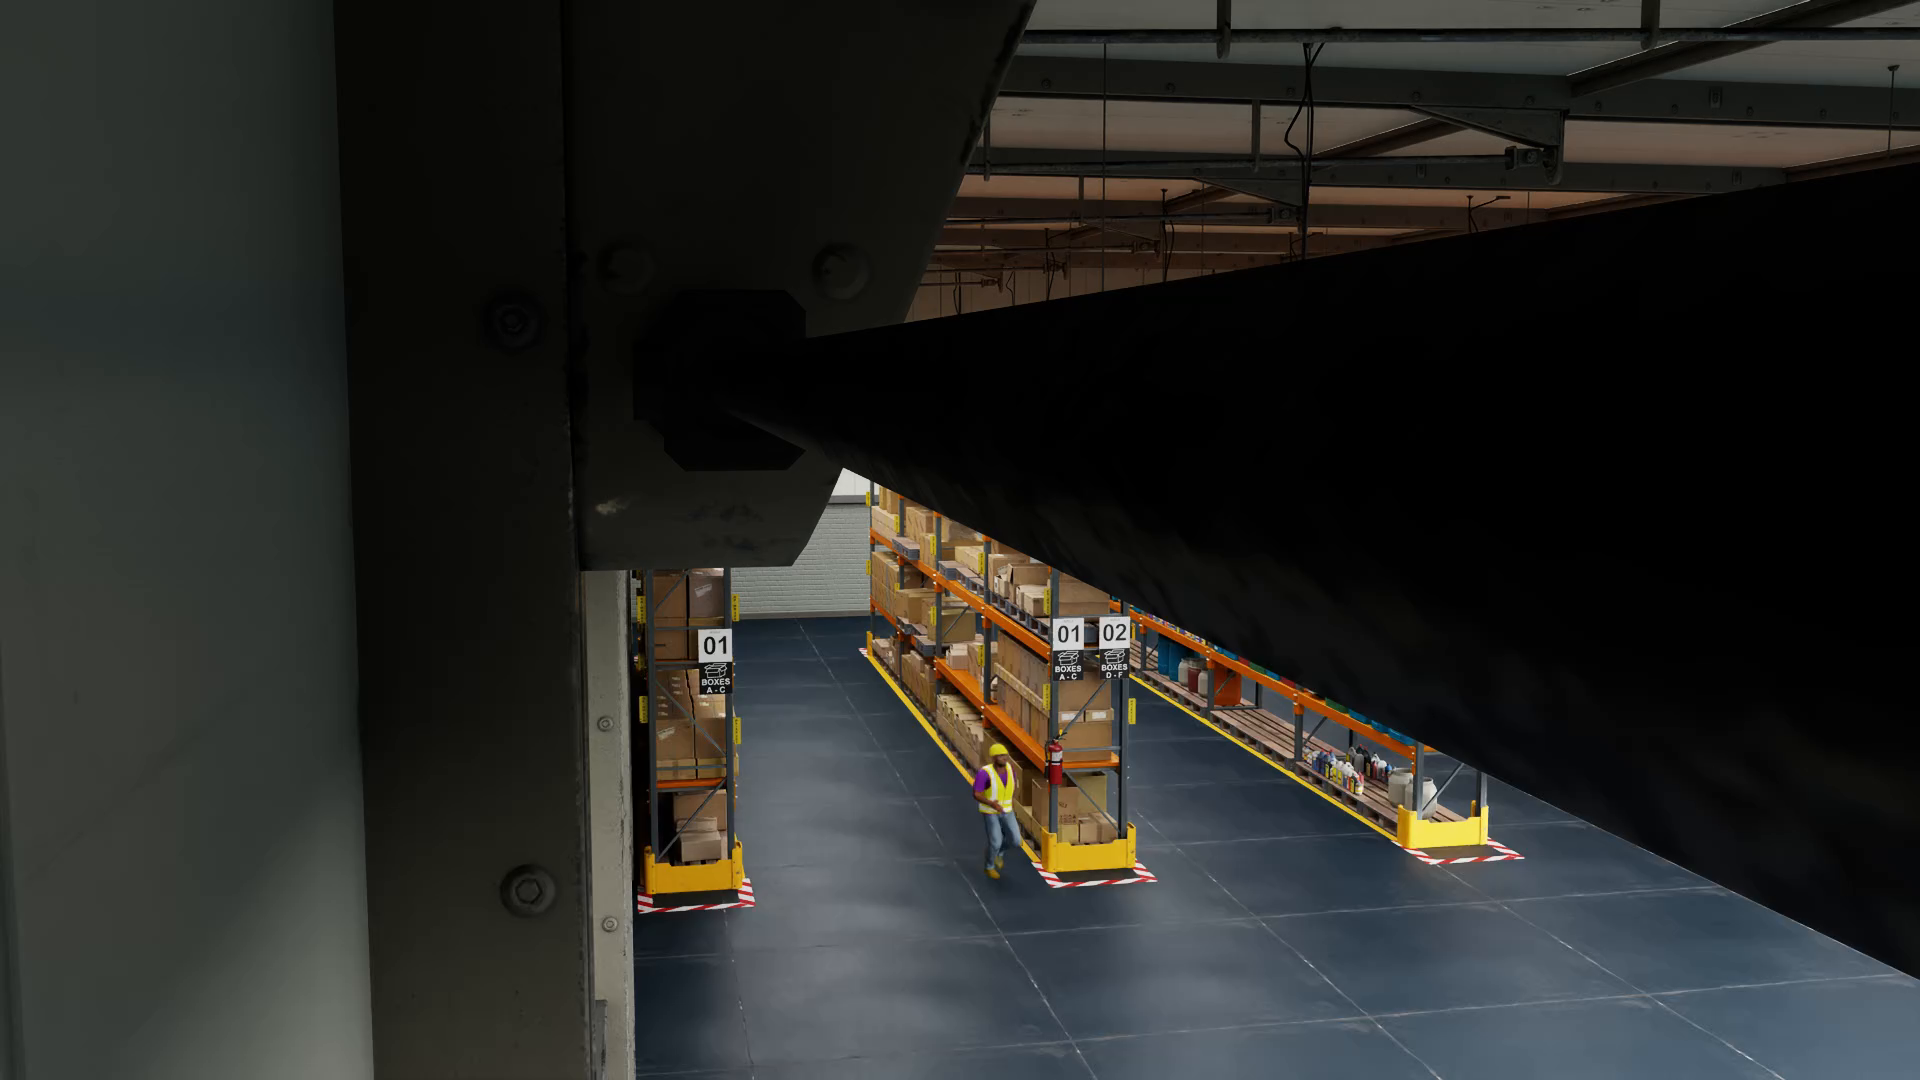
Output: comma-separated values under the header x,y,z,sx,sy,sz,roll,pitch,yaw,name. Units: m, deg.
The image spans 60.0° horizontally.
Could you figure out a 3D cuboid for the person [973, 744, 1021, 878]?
x,y,z,sx,sy,sz,roll,pitch,yaw,name
0.493,3.348,20.501,0.702,1.709,0.616,-4,7,-33,person
